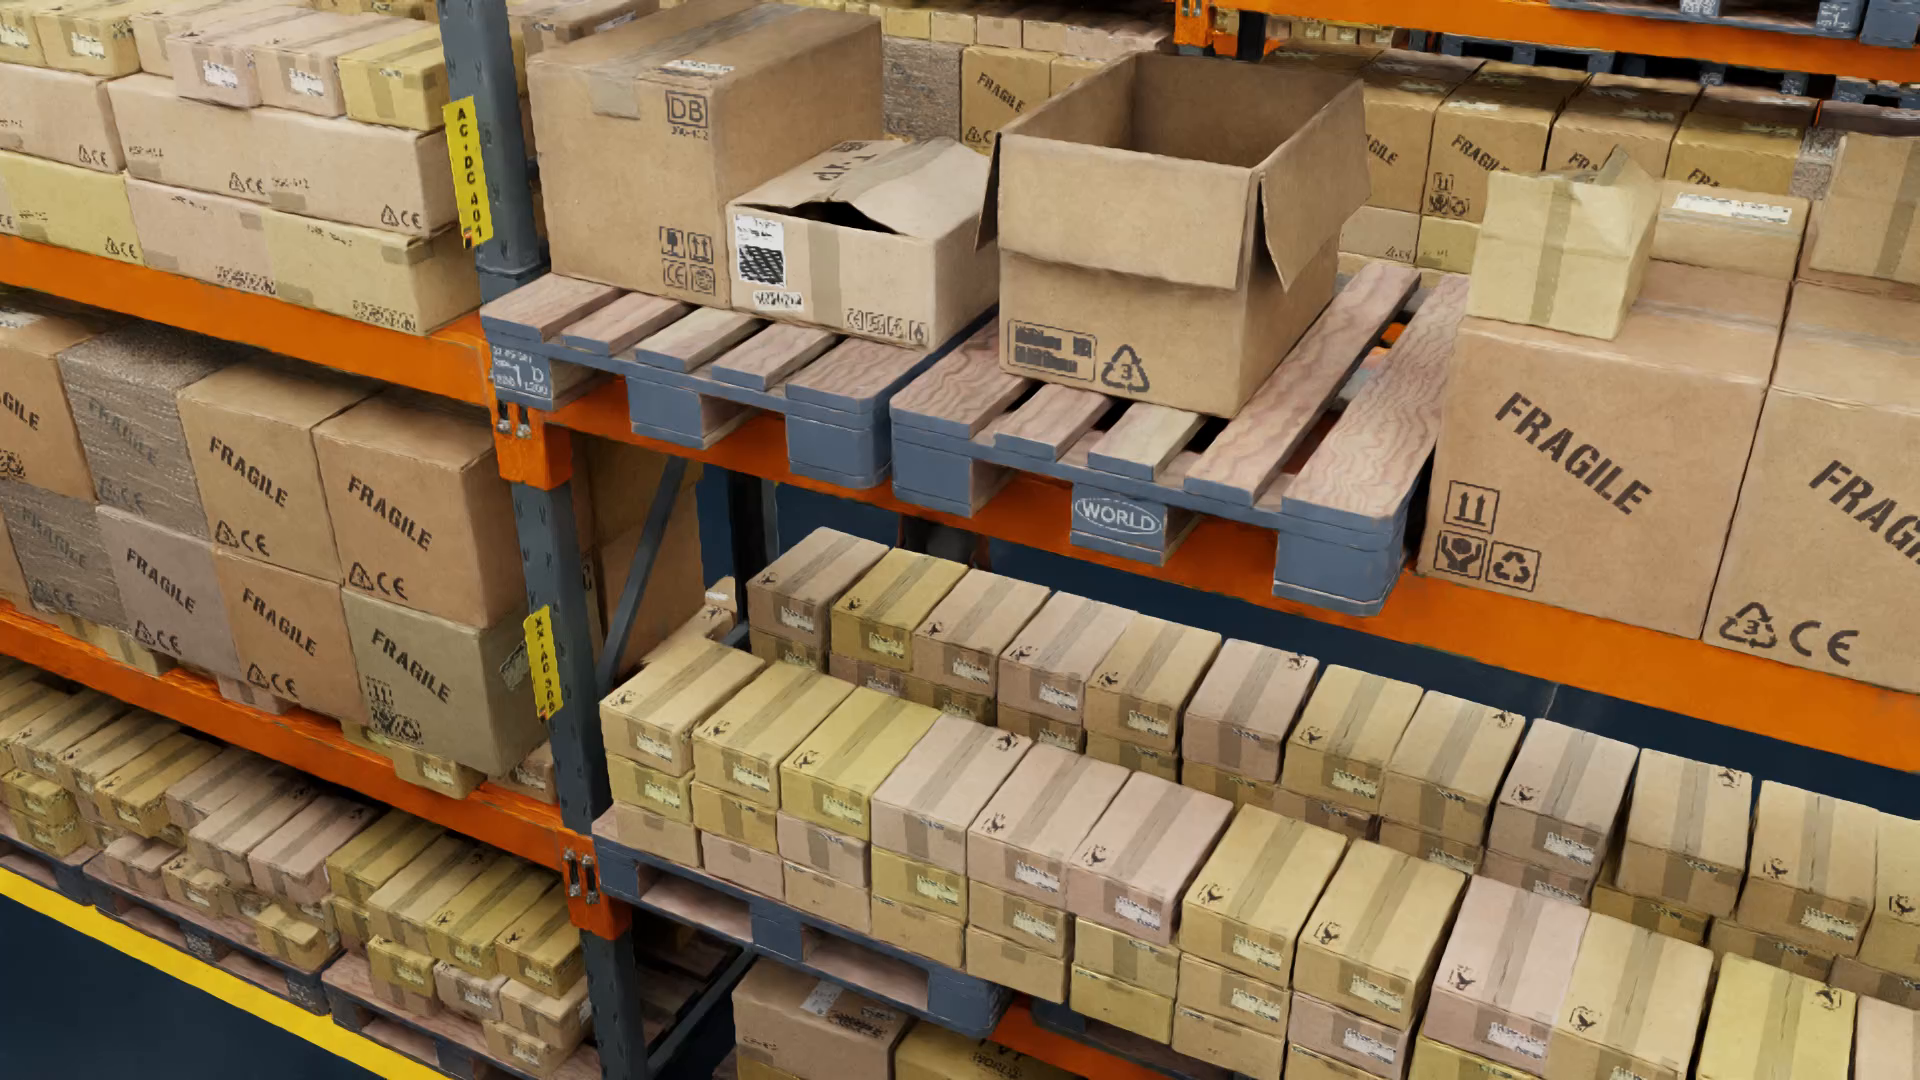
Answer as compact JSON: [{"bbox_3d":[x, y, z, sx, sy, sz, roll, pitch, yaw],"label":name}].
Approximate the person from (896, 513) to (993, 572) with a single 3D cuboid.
[{"bbox_3d":[-0.072,-0.027,7.195,0.579,1.611,0.571,-25,39,-36],"label":"person"}]
